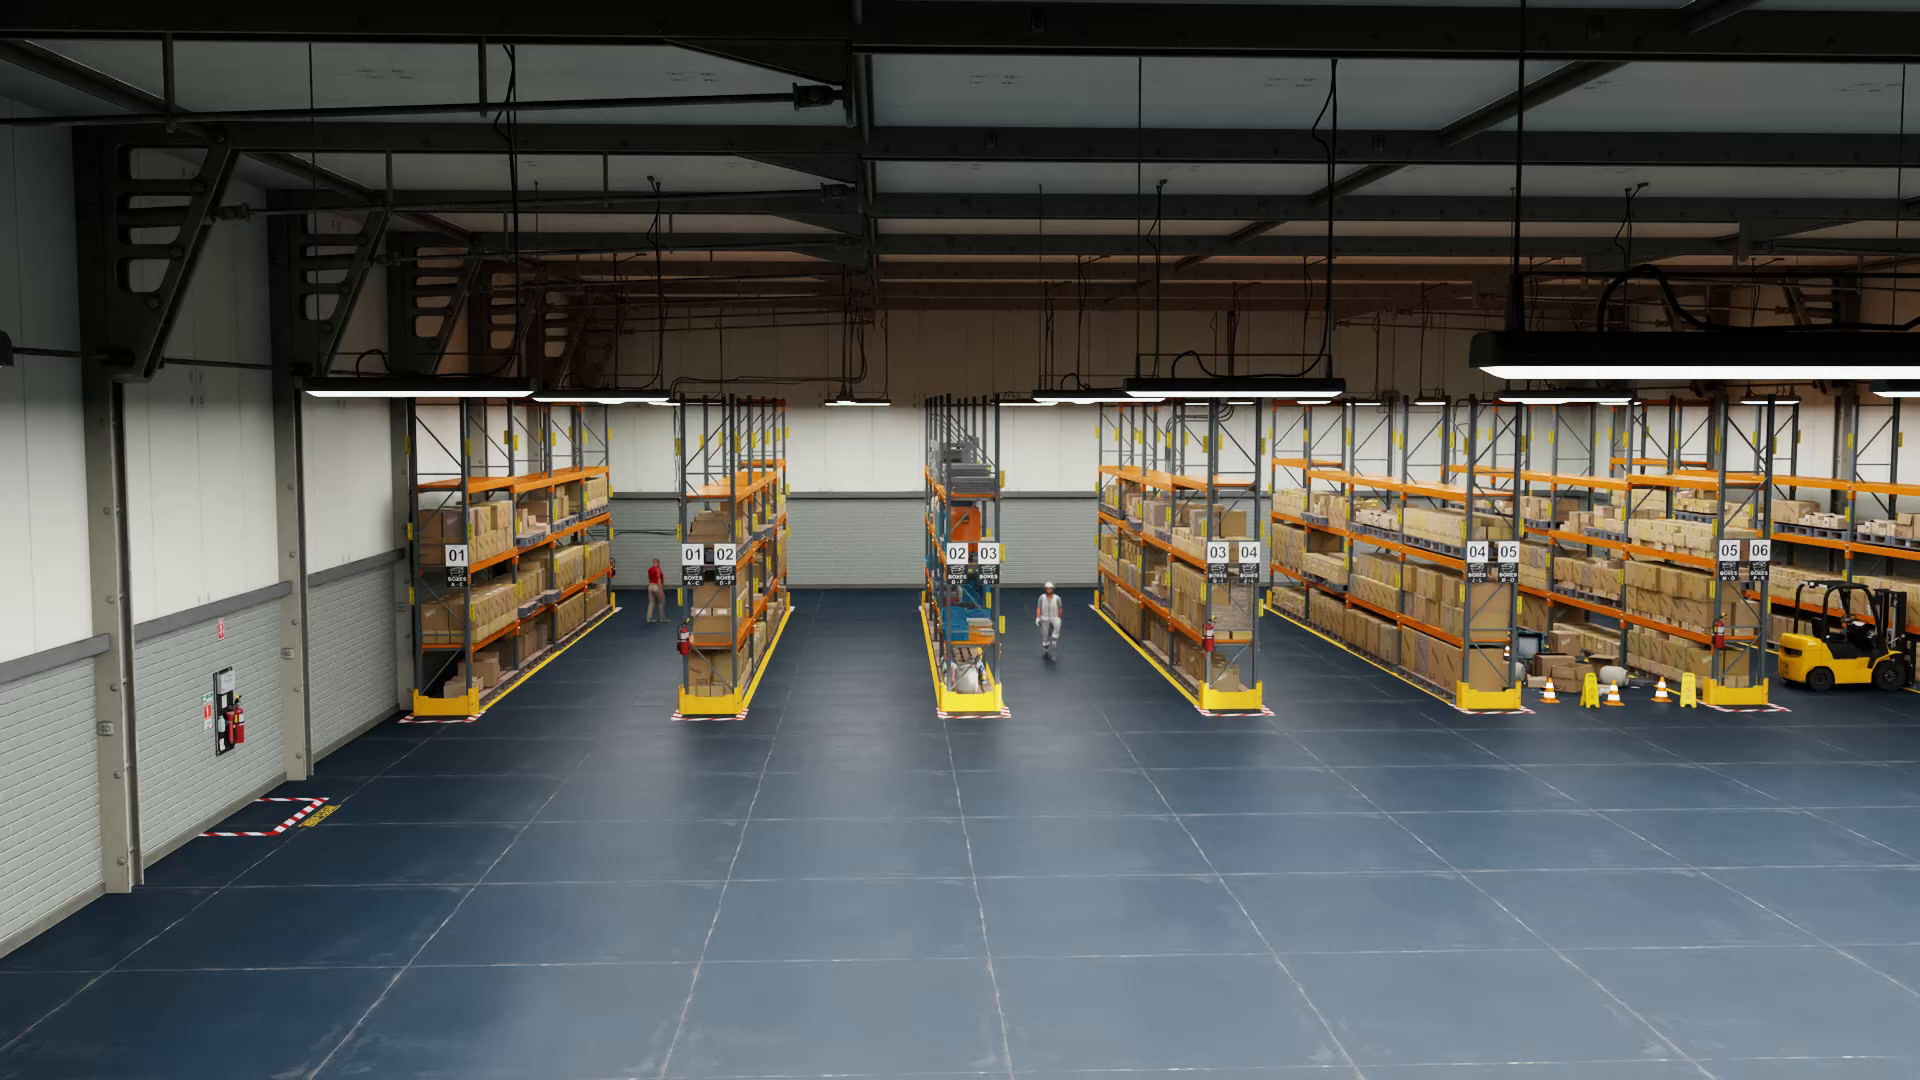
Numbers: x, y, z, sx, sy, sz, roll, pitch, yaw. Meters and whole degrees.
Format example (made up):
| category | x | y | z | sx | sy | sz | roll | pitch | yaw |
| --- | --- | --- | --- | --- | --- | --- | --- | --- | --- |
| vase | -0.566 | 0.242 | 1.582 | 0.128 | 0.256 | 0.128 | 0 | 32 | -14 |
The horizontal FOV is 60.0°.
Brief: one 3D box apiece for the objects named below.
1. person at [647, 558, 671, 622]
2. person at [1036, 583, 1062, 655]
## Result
| category | x | y | z | sx | sy | sz | roll | pitch | yaw |
| --- | --- | --- | --- | --- | --- | --- | --- | --- | --- |
| person | -8.100 | 1.350 | 44.540 | 0.571 | 1.744 | 0.647 | 4 | 6 | 41 |
| person | 2.032 | 1.828 | 37.958 | 0.602 | 1.708 | 1.070 | 0 | 5 | 0 |
